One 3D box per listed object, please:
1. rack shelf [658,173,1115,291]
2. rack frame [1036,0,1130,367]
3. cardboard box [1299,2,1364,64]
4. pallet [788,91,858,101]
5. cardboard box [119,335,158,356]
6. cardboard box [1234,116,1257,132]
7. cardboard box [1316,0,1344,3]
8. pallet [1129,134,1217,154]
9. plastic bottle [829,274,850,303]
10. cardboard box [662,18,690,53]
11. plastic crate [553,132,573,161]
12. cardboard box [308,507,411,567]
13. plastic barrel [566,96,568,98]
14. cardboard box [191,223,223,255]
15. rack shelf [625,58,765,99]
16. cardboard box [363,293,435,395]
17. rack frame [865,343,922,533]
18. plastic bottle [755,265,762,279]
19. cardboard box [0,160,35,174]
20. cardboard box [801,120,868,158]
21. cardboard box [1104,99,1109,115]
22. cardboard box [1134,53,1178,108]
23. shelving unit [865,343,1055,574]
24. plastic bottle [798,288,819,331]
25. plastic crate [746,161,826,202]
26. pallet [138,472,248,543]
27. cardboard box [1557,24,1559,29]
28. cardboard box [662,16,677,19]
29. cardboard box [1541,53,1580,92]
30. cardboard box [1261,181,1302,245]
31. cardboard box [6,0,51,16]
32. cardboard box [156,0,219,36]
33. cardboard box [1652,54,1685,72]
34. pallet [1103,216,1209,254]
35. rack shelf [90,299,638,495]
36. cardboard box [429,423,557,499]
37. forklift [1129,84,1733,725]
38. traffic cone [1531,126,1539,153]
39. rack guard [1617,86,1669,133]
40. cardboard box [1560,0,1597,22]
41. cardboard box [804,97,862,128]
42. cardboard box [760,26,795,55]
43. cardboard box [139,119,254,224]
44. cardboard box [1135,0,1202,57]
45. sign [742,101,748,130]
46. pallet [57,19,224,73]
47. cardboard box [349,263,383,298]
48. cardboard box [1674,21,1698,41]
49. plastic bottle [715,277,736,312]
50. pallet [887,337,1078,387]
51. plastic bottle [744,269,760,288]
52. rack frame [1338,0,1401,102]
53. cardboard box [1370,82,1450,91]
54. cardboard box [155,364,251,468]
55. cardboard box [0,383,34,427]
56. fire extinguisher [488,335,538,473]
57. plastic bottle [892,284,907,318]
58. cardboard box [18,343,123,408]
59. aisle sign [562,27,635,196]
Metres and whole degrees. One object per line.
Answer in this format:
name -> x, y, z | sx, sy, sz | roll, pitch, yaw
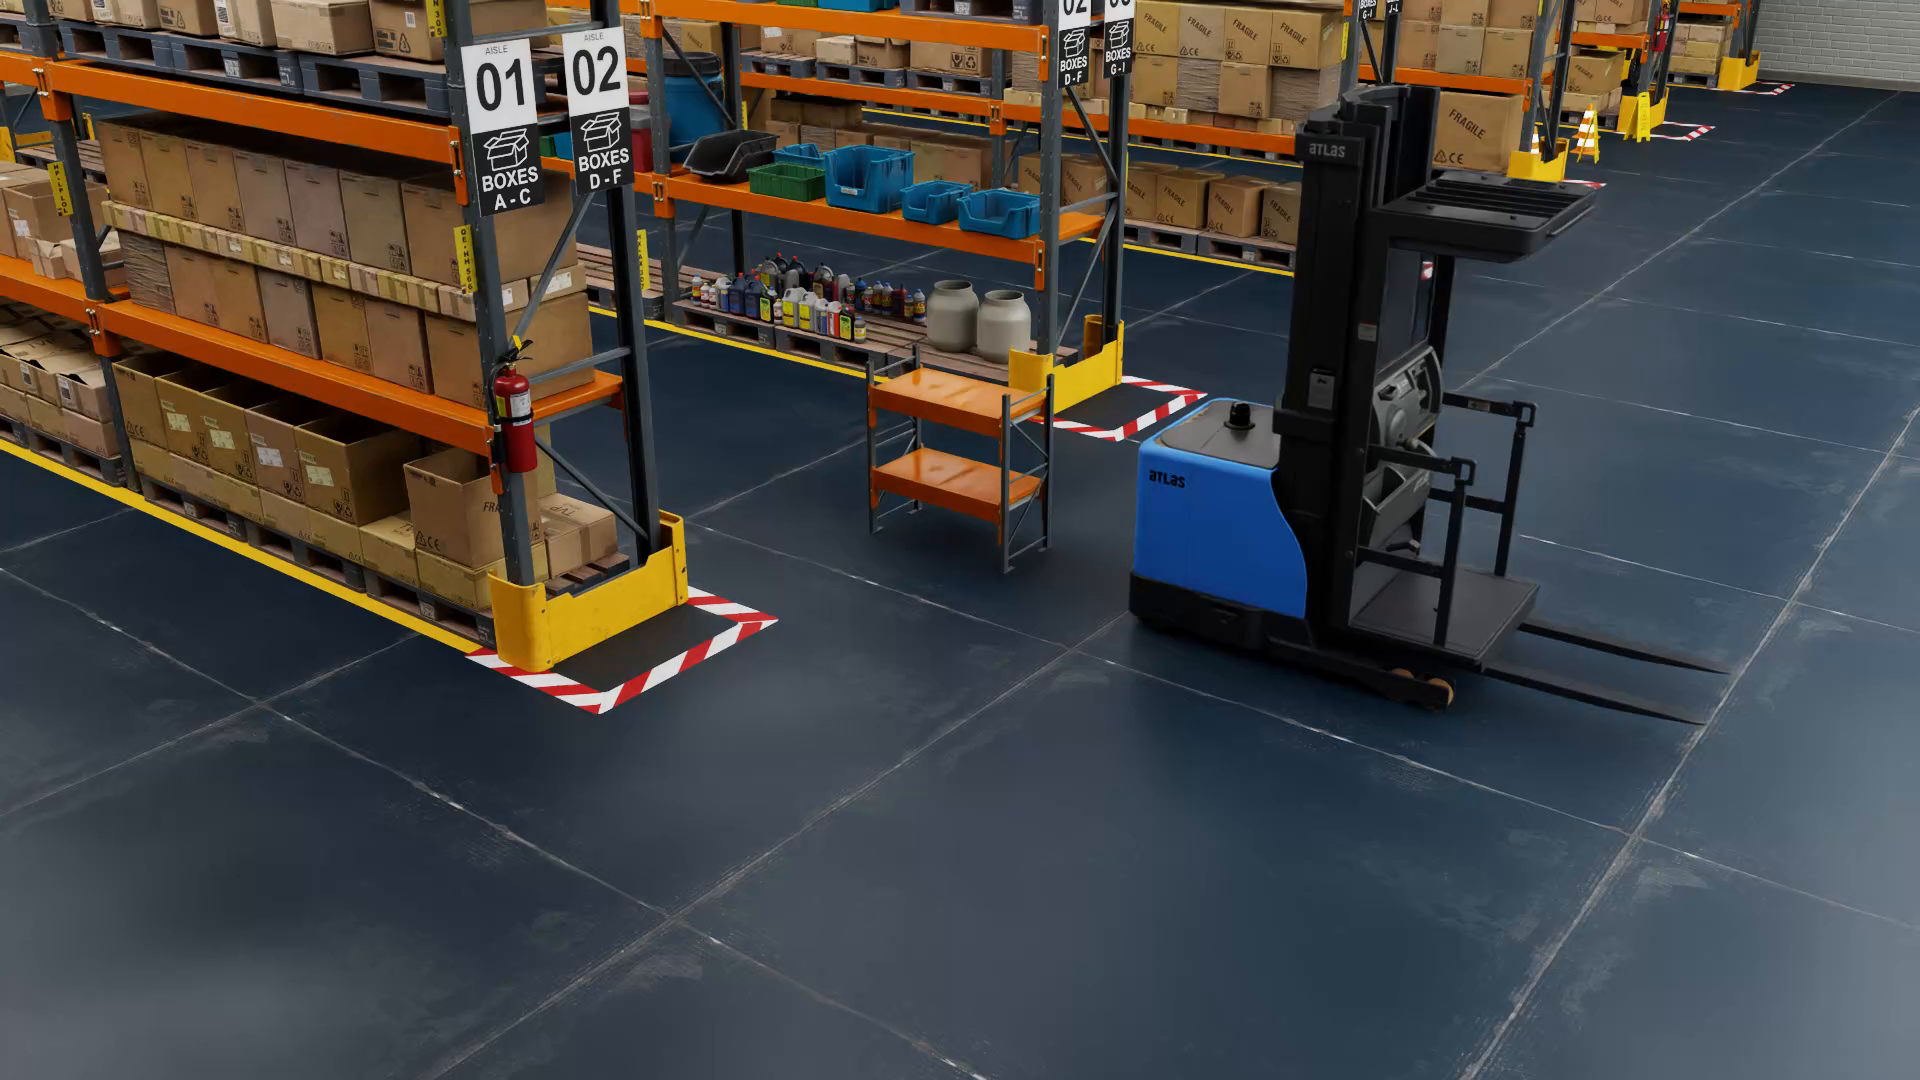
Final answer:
rack shelf -> -0.683, -2.644, 13.603 | 4.000, 0.370, 1.077 | 17, 29, 33
rack frame -> 0.918, -2.490, 12.360 | 0.127, 3.000, 1.000 | 17, 29, 33
cardboard box -> 3.612, -4.948, 16.206 | 0.500, 0.500, 0.500 | 17, 29, 33
pallet -> -2.035, -7.102, 26.285 | 1.213, 0.211, 1.003 | 17, 29, 33
cardboard box -> -5.835, -1.354, 11.975 | 0.500, 0.311, 0.500 | 16, 29, 33
cardboard box -> 2.915, -4.145, 16.428 | 0.250, 0.149, 0.380 | 17, 29, 33
cardboard box -> 4.877, -6.823, 20.669 | 0.550, 0.550, 0.875 | 17, 29, 33
pallet -> 3.080, -5.517, 22.689 | 1.213, 0.211, 1.003 | 17, 29, 33
plastic bottle -> -1.055, -2.184, 14.499 | 0.135, 0.276, 0.152 | 17, 29, 34
cardboard box -> -3.452, -6.230, 20.725 | 0.500, 0.500, 0.500 | 17, 29, 33
plastic crate -> -3.352, -3.616, 14.936 | 0.575, 0.384, 0.392 | 17, 29, 33
cardboard box -> -3.471, -0.098, 9.821 | 0.500, 0.250, 0.500 | 17, 29, 33
plastic barrel -> -3.504, -3.999, 15.616 | 0.433, 0.535, 0.433 | 0, 24, 0
cardboard box -> -4.340, -1.828, 9.930 | 0.250, 0.149, 0.380 | 16, 28, 32
rack shelf -> -4.114, -6.177, 21.620 | 4.000, 0.370, 1.077 | 17, 29, 33
cardboard box -> -2.845, -1.181, 9.265 | 0.500, 0.500, 0.700 | 18, 29, 35
rack frame -> -0.412, -0.639, 10.485 | 0.032, 1.125, 0.500 | 17, 29, 33
plastic bottle -> -1.806, -2.391, 15.060 | 0.097, 0.201, 0.097 | 0, 24, 0
cardboard box -> -7.105, -2.473, 12.196 | 0.500, 0.500, 0.500 | 15, 28, 31
cardboard box -> -1.514, -4.794, 20.145 | 0.500, 0.500, 0.700 | 14, 27, 29
cardboard box -> 1.694, -4.497, 17.226 | 0.250, 0.149, 0.380 | 17, 29, 33
cardboard box -> 2.225, -4.753, 17.004 | 0.500, 0.500, 0.875 | 17, 29, 33
shelving unit -> -0.005, -0.516, 10.206 | 1.048, 1.125, 0.538 | 17, 29, 33
plastic bottle -> -1.246, -1.924, 13.815 | 0.185, 0.351, 0.144 | 18, 30, 35
plastic crate -> -1.366, -2.941, 13.646 | 0.662, 0.188, 0.450 | 17, 29, 33
pallet -> -4.646, -0.378, 11.025 | 1.213, 0.211, 1.003 | 17, 29, 33
cardboard box -> 8.598, -7.446, 23.920 | 0.250, 0.149, 0.380 | 17, 29, 34
cardboard box -> -3.608, -6.868, 20.928 | 0.637, 0.503, 0.797 | 18, 29, 34
cardboard box -> 8.615, -6.797, 24.095 | 0.500, 0.500, 0.500 | 18, 30, 35
cardboard box -> 3.399, -3.293, 16.761 | 0.500, 0.500, 0.500 | -20, 31, -38
cardboard box -> -5.744, -3.508, 10.616 | 0.500, 0.250, 0.500 | 21, 31, 39
cardboard box -> -4.015, -3.097, 9.195 | 0.637, 0.503, 0.797 | 21, 31, 39
cardboard box -> 11.848, -7.957, 27.656 | 0.500, 0.250, 0.500 | 17, 29, 33
pallet -> 2.227, -3.333, 17.732 | 1.213, 0.211, 1.003 | 17, 29, 33
rack shelf -> -3.656, -1.047, 9.978 | 4.000, 0.370, 1.077 | 17, 29, 33
cardboard box -> -2.753, -0.492, 9.784 | 0.500, 0.500, 0.500 | 17, 29, 33
forklift -> 2.461, -0.712, 8.410 | 3.031, 2.935, 1.130 | 15, 28, 30
traffic cone -> 7.371, -5.089, 21.406 | 0.334, 0.463, 0.336 | 17, 29, 33
rack guard -> 9.771, -6.160, 23.789 | 0.348, 0.500, 1.175 | 17, 29, 33
cardboard box -> 8.834, -7.632, 23.538 | 0.500, 0.500, 0.500 | 17, 29, 33
cardboard box -> -1.529, -5.146, 20.012 | 0.500, 0.250, 0.500 | 21, 31, 39
cardboard box -> -2.057, -6.143, 20.006 | 0.500, 0.500, 0.500 | 13, 27, 27
cardboard box -> -4.493, -2.272, 10.133 | 0.500, 0.500, 0.700 | 17, 29, 33
cardboard box -> 2.103, -5.145, 16.653 | 0.500, 0.500, 0.500 | 17, 29, 33
sign -> -1.944, -3.759, 14.896 | 0.005, 0.325, 0.100 | 17, 29, 33
pallet -> -4.559, -2.994, 9.894 | 1.213, 0.211, 1.003 | 17, 29, 33
cardboard box -> -3.091, -1.452, 9.077 | 0.250, 0.149, 0.380 | 17, 29, 34
cardboard box -> 11.838, -8.411, 27.449 | 0.500, 0.250, 0.500 | 17, 29, 34
plastic bottle -> -2.016, -2.124, 14.362 | 0.135, 0.276, 0.152 | 18, 30, 35
pallet -> 0.182, -1.415, 13.379 | 1.213, 0.211, 1.003 | 17, 29, 33
plastic bottle -> -1.800, -2.164, 14.359 | 0.185, 0.351, 0.144 | 17, 29, 33
rack frame -> 3.888, -4.088, 15.987 | 0.127, 3.000, 1.000 | 17, 29, 33
cardboard box -> 5.656, -5.238, 20.712 | 0.875, 0.875, 0.875 | 16, 29, 32
cardboard box -> -4.669, -0.806, 10.496 | 0.500, 0.500, 0.500 | 17, 29, 33
cardboard box -> -6.576, -1.047, 11.975 | 0.500, 0.250, 0.500 | 18, 29, 34
fire extinguisher -> -2.240, -0.679, 8.345 | 0.183, 0.674, 0.296 | 17, 29, 33
plastic bottle -> -0.516, -2.048, 14.180 | 0.133, 0.283, 0.061 | 17, 29, 34
cardboard box -> -6.173, -1.180, 11.580 | 0.500, 0.311, 0.500 | 18, 29, 35
aisle sign -> -1.820, -2.165, 8.399 | 0.004, 0.787, 0.394 | 17, 29, 33
